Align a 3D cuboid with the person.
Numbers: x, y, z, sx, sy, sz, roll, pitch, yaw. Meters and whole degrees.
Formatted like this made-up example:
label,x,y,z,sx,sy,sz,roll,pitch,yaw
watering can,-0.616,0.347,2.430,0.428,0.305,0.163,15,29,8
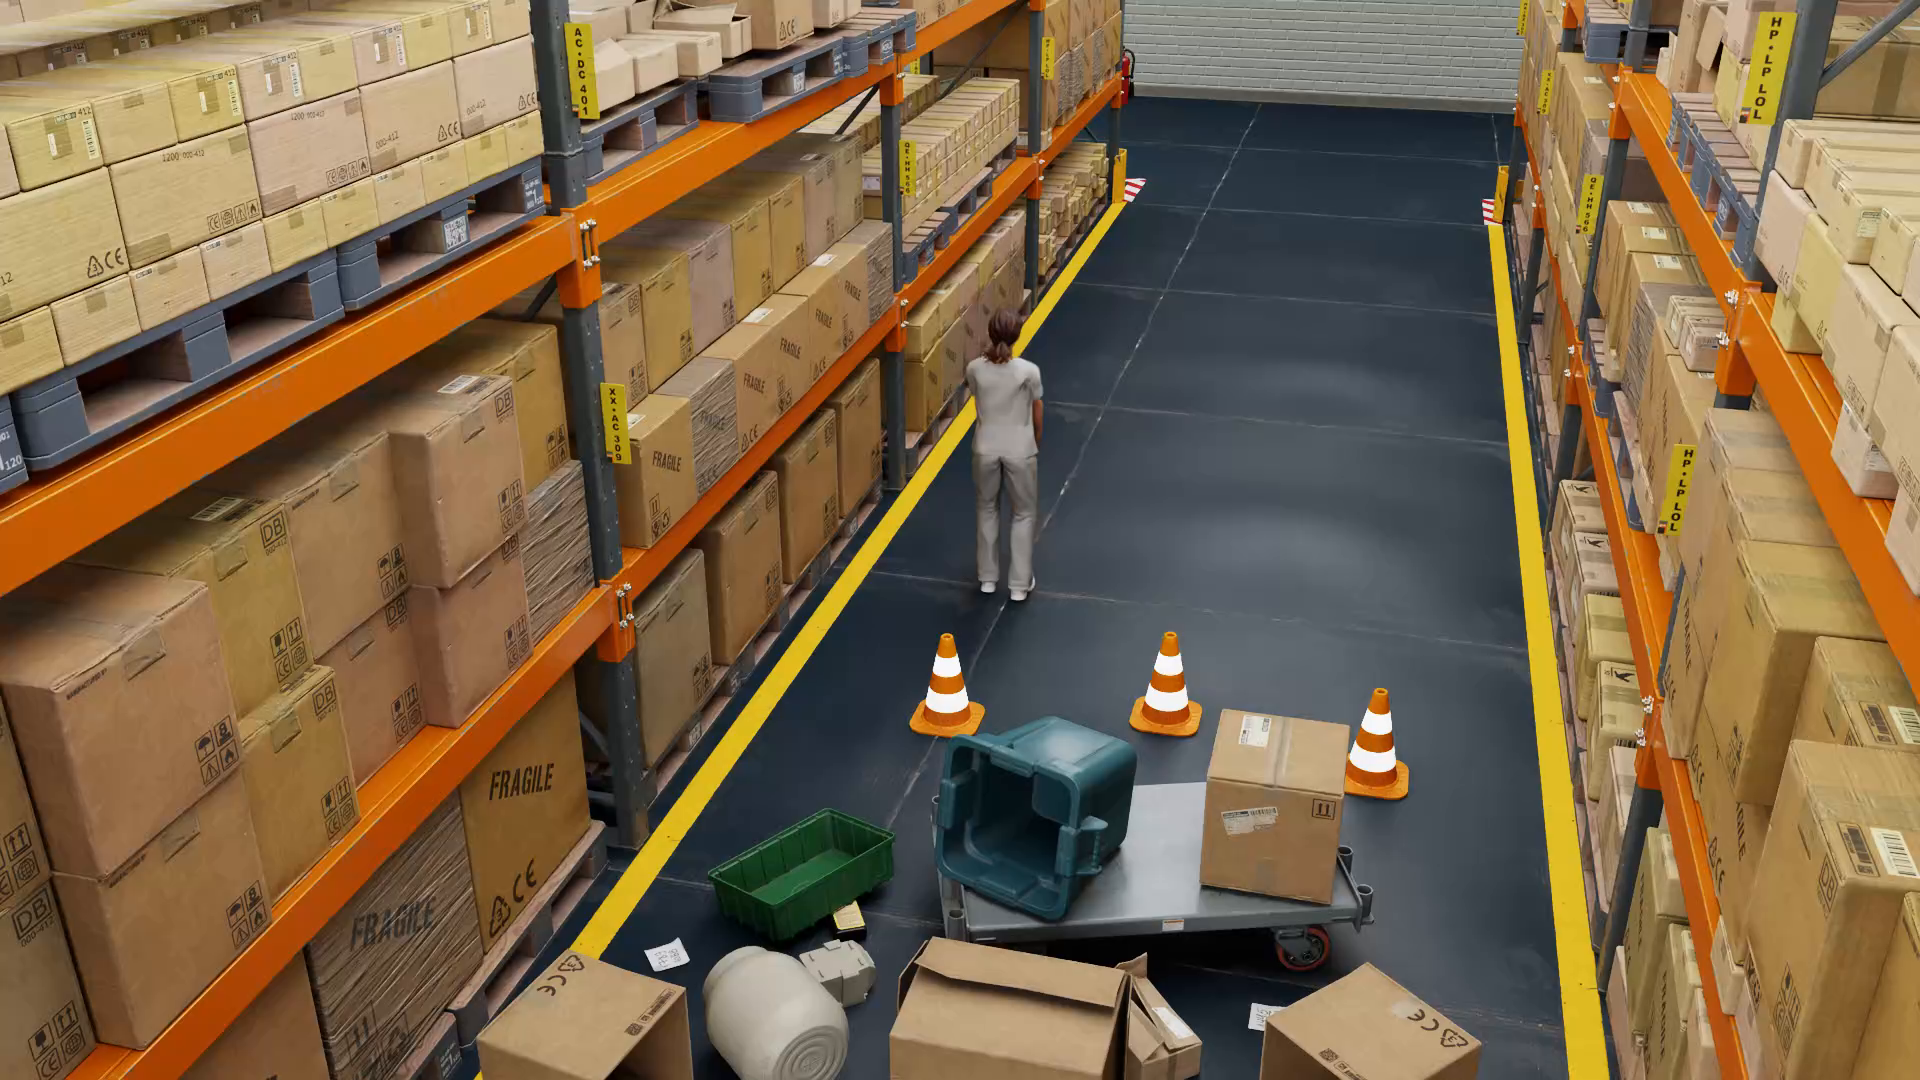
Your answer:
label,x,y,z,sx,sy,sz,roll,pitch,yaw
person,0.256,-0.502,9.181,0.410,1.669,0.507,6,26,12
